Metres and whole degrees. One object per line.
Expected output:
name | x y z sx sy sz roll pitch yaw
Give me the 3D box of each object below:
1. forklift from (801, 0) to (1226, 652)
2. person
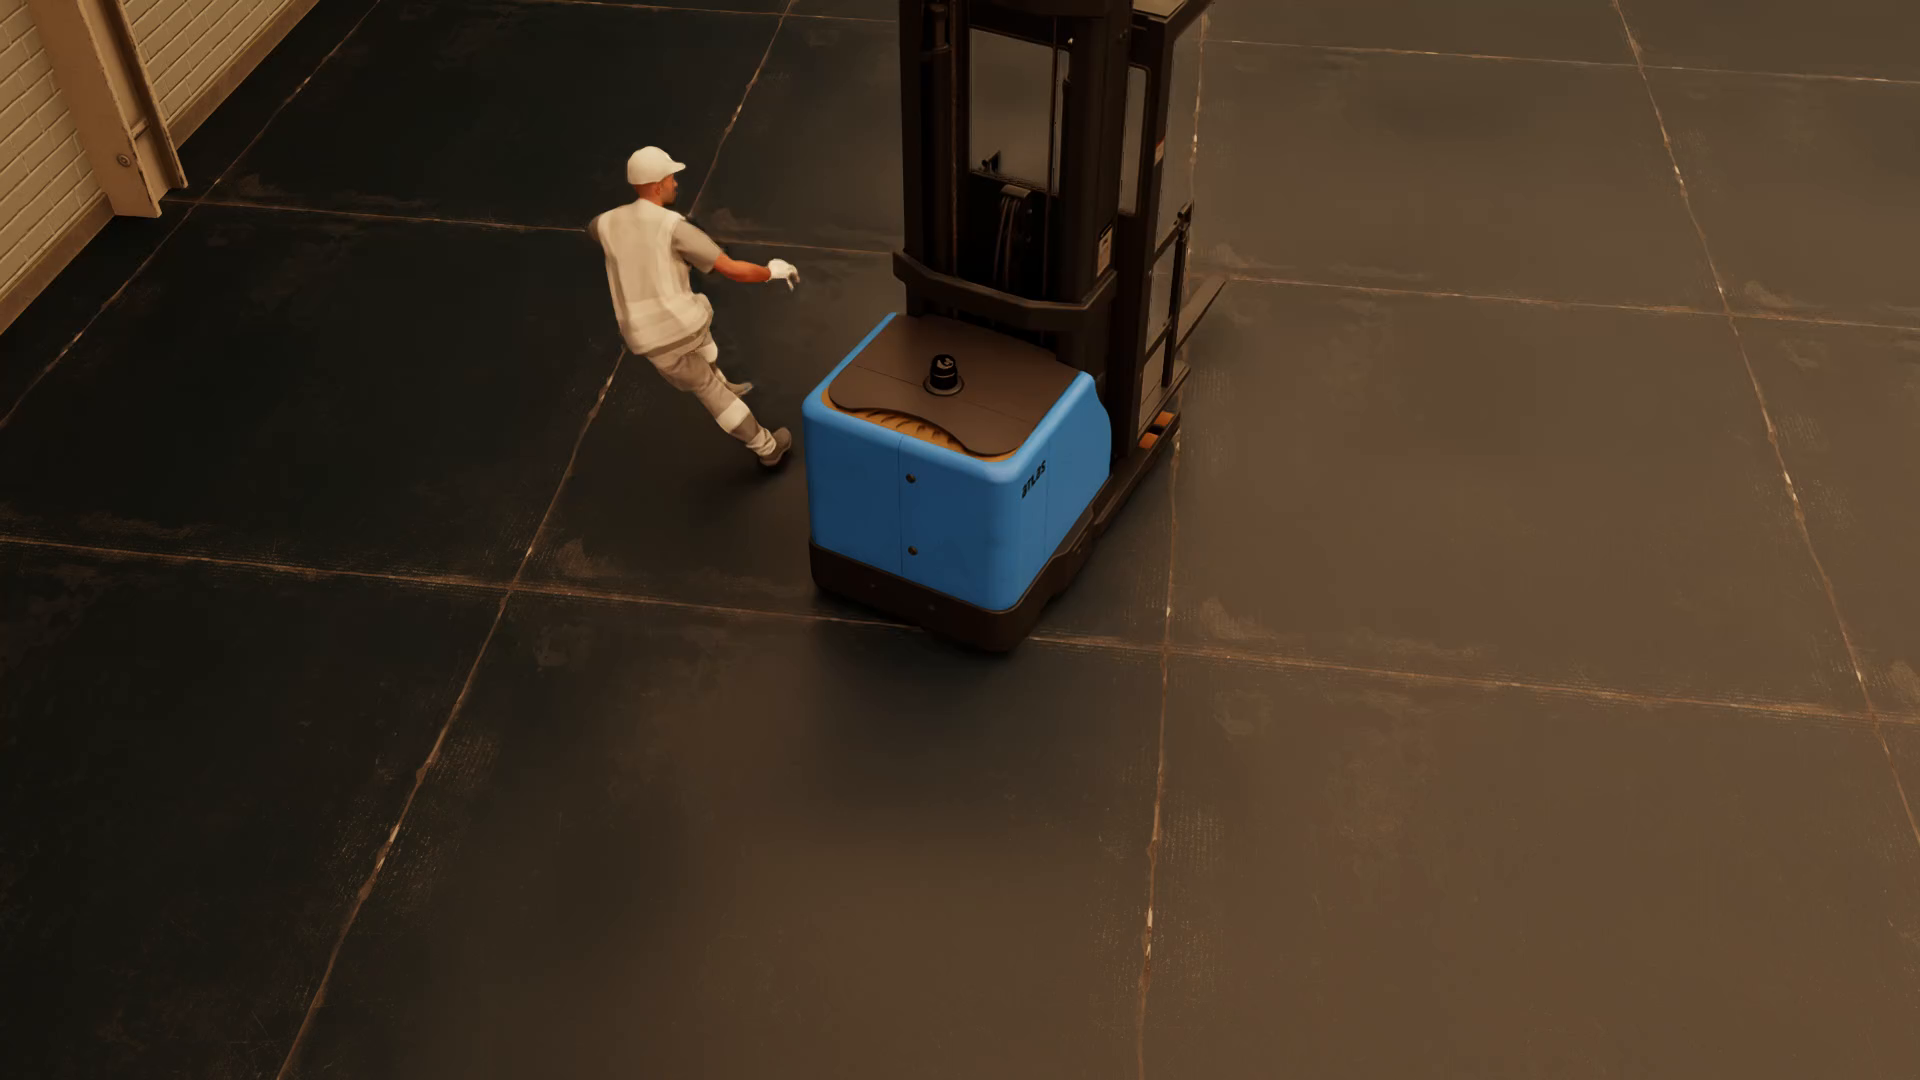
forklift | 0.458 -1.582 7.447 1.130 2.935 3.031 20 46 20
person | -1.270 -1.169 8.023 1.004 1.521 0.905 -2 43 -2
